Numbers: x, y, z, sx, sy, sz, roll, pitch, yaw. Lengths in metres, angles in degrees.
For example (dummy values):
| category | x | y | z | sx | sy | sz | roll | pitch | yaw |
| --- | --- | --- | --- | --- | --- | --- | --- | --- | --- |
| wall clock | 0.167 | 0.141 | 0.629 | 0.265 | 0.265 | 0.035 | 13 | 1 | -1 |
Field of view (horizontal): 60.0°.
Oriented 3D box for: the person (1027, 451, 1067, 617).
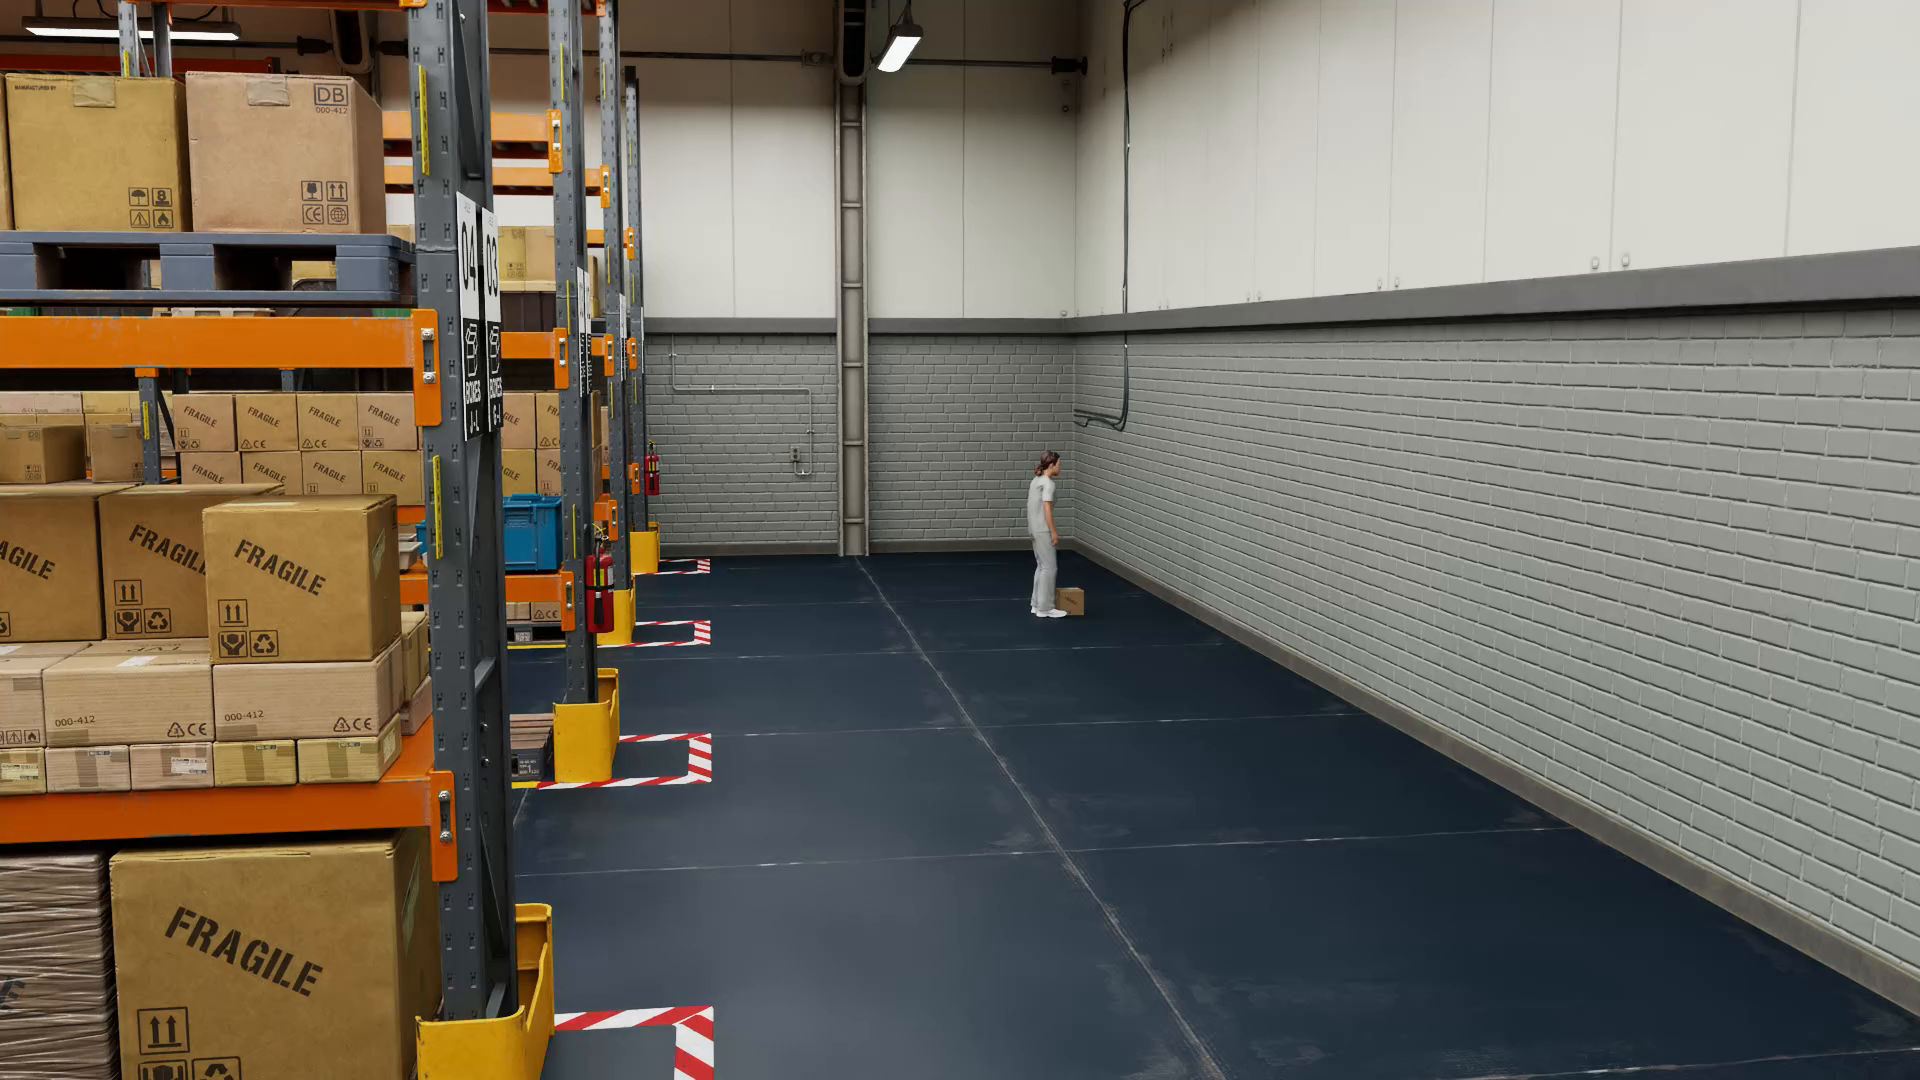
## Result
| category | x | y | z | sx | sy | sz | roll | pitch | yaw |
| --- | --- | --- | --- | --- | --- | --- | --- | --- | --- |
| person | 0.875 | -0.071 | 16.919 | 0.357 | 1.672 | 0.514 | -1 | 7 | -12 |
